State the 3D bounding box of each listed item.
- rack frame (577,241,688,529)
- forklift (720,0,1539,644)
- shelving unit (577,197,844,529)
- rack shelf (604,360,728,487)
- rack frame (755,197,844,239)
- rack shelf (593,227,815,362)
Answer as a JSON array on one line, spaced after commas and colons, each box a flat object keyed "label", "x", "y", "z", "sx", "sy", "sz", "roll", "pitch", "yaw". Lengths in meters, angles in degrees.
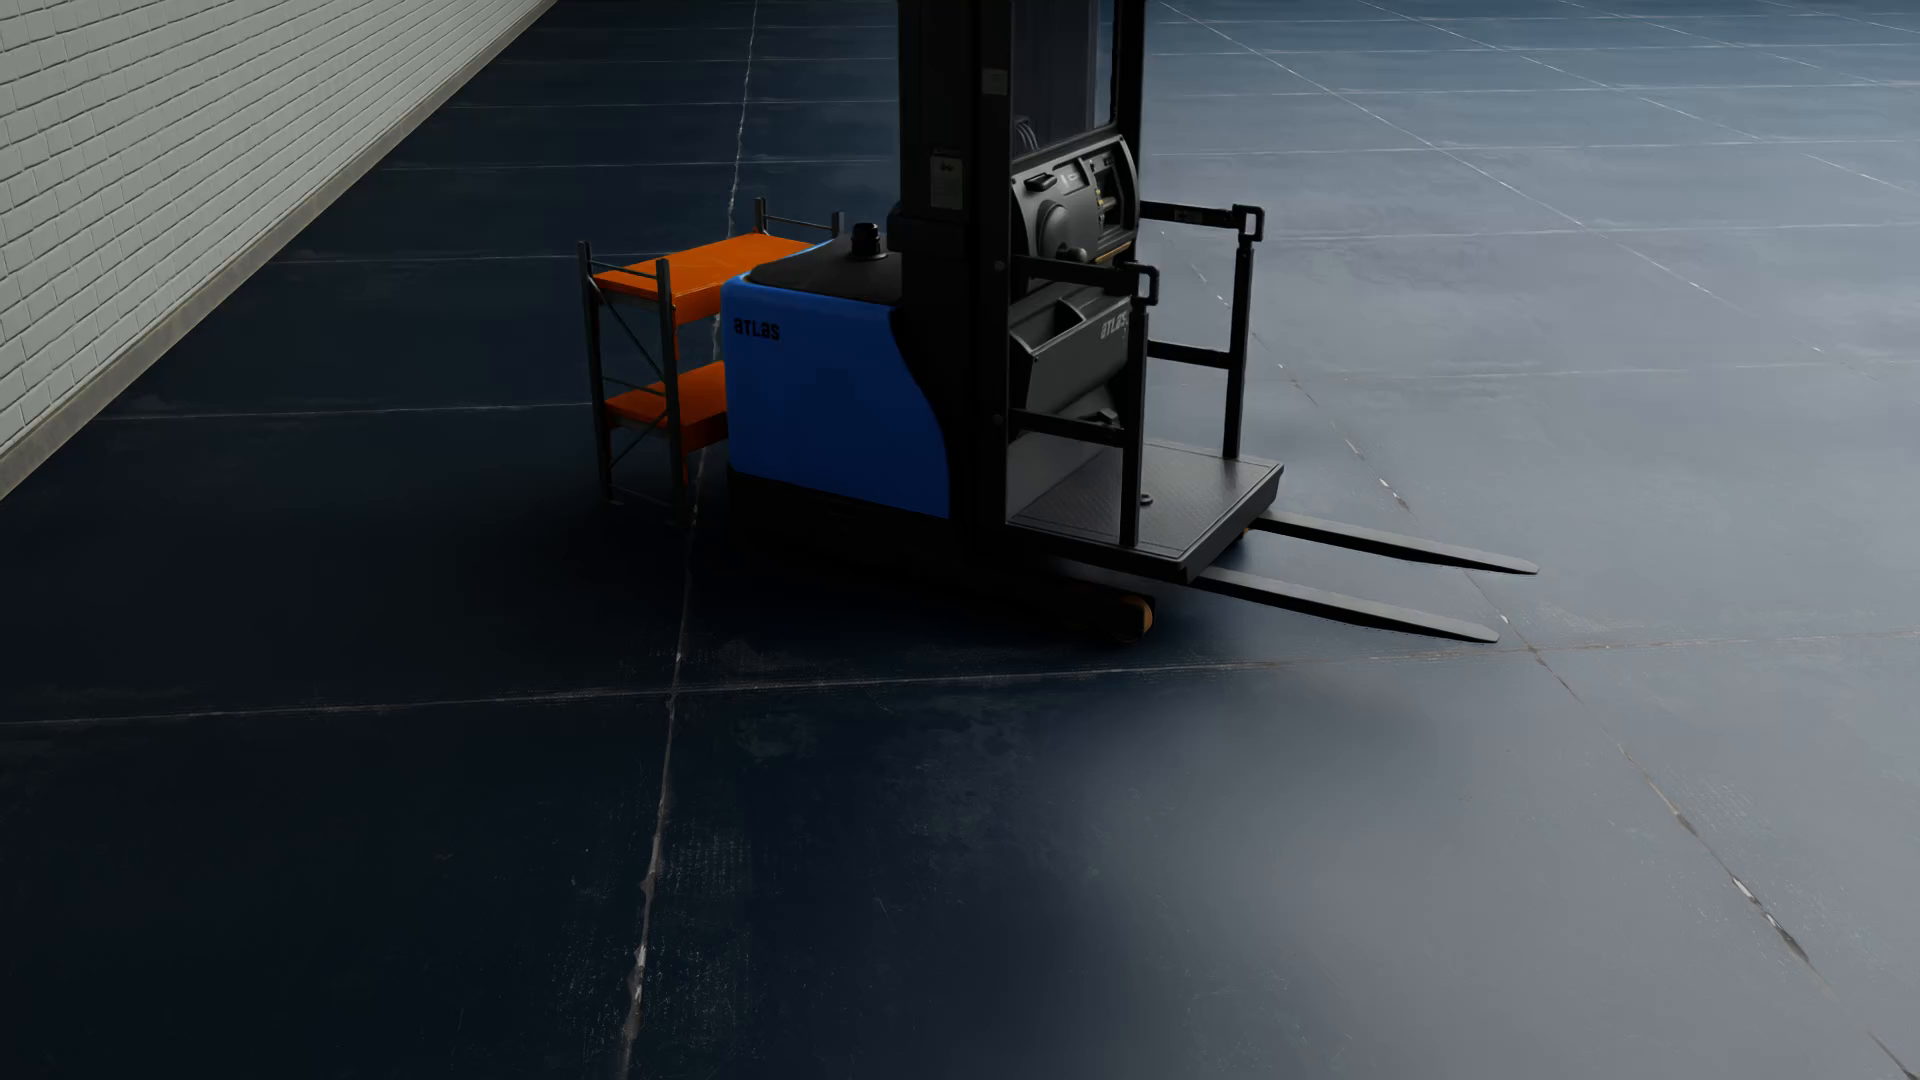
[{"label": "rack frame", "x": -1.329, "y": -0.624, "z": 6.770, "sx": 0.500, "sy": 1.125, "sz": 0.032, "roll": 17, "pitch": 29, "yaw": 34}, {"label": "forklift", "x": 0.602, "y": -1.221, "z": 5.888, "sx": 3.031, "sy": 2.935, "sz": 1.130, "roll": 13, "pitch": 27, "yaw": 27}, {"label": "shelving unit", "x": -1.019, "y": -0.788, "z": 7.137, "sx": 0.538, "sy": 1.125, "sz": 1.048, "roll": 17, "pitch": 29, "yaw": 34}, {"label": "rack shelf", "x": -1.019, "y": -0.564, "z": 7.237, "sx": 0.538, "sy": 0.278, "sz": 1.000, "roll": 17, "pitch": 29, "yaw": 34}, {"label": "rack frame", "x": -0.708, "y": -0.951, "z": 7.505, "sx": 0.500, "sy": 1.125, "sz": 0.032, "roll": 17, "pitch": 29, "yaw": 34}, {"label": "rack shelf", "x": -1.019, "y": -1.055, "z": 7.018, "sx": 0.538, "sy": 0.278, "sz": 1.000, "roll": 17, "pitch": 29, "yaw": 34}]
